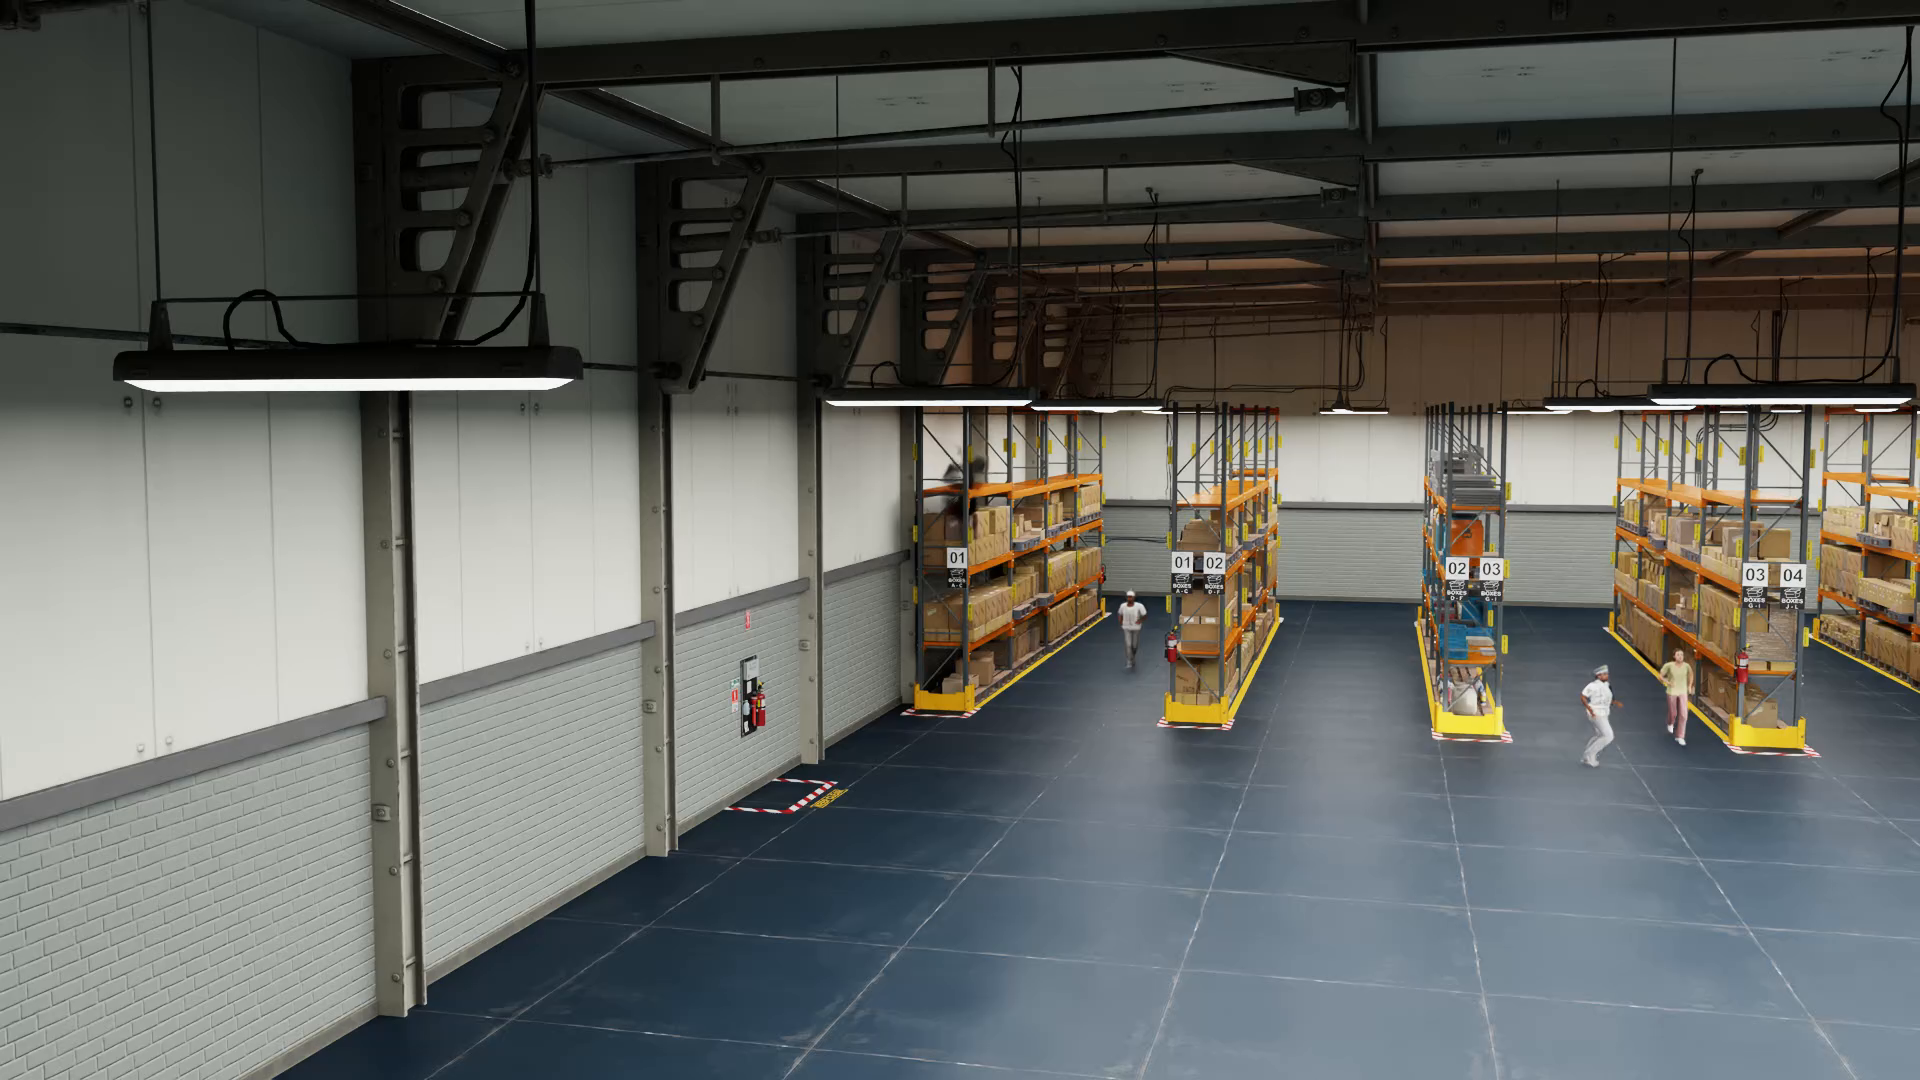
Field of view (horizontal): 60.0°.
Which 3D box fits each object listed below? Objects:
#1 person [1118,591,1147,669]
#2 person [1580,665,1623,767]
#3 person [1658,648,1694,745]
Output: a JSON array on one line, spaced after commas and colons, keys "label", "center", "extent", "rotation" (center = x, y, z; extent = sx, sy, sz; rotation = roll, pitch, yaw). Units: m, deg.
[{"label": "person", "center": [3.938, 2.044, 38.071], "extent": [0.690, 1.763, 0.823], "rotation": [1, 4, 13]}, {"label": "person", "center": [10.517, 2.872, 27.232], "extent": [0.623, 1.675, 0.555], "rotation": [4, 6, 45]}, {"label": "person", "center": [12.676, 2.737, 29.431], "extent": [0.616, 1.668, 0.834], "rotation": [1, 4, 10]}]
